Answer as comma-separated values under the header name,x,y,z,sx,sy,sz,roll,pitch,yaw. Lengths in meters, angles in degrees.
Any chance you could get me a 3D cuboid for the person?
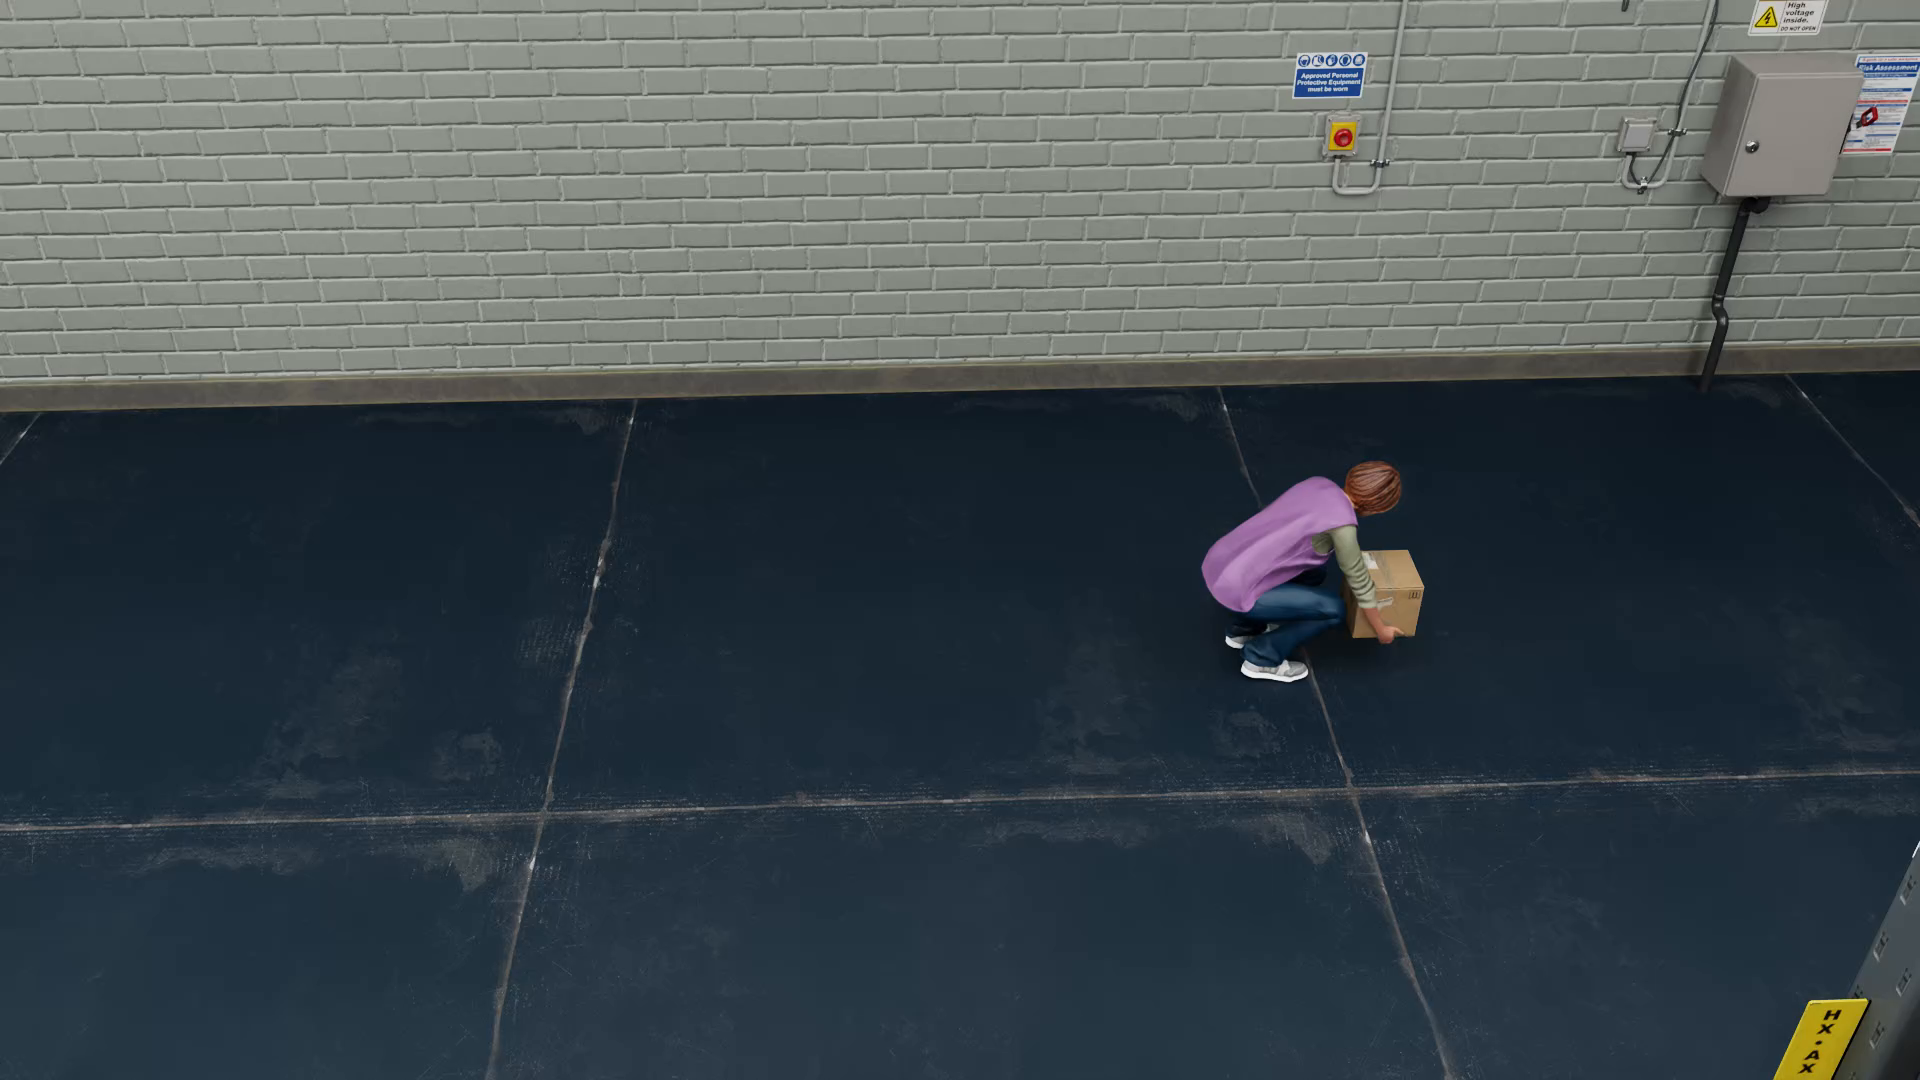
name,x,y,z,sx,sy,sz,roll,pitch,yaw
person,1.359,0.116,6.583,0.811,0.917,0.418,-2,36,-3
